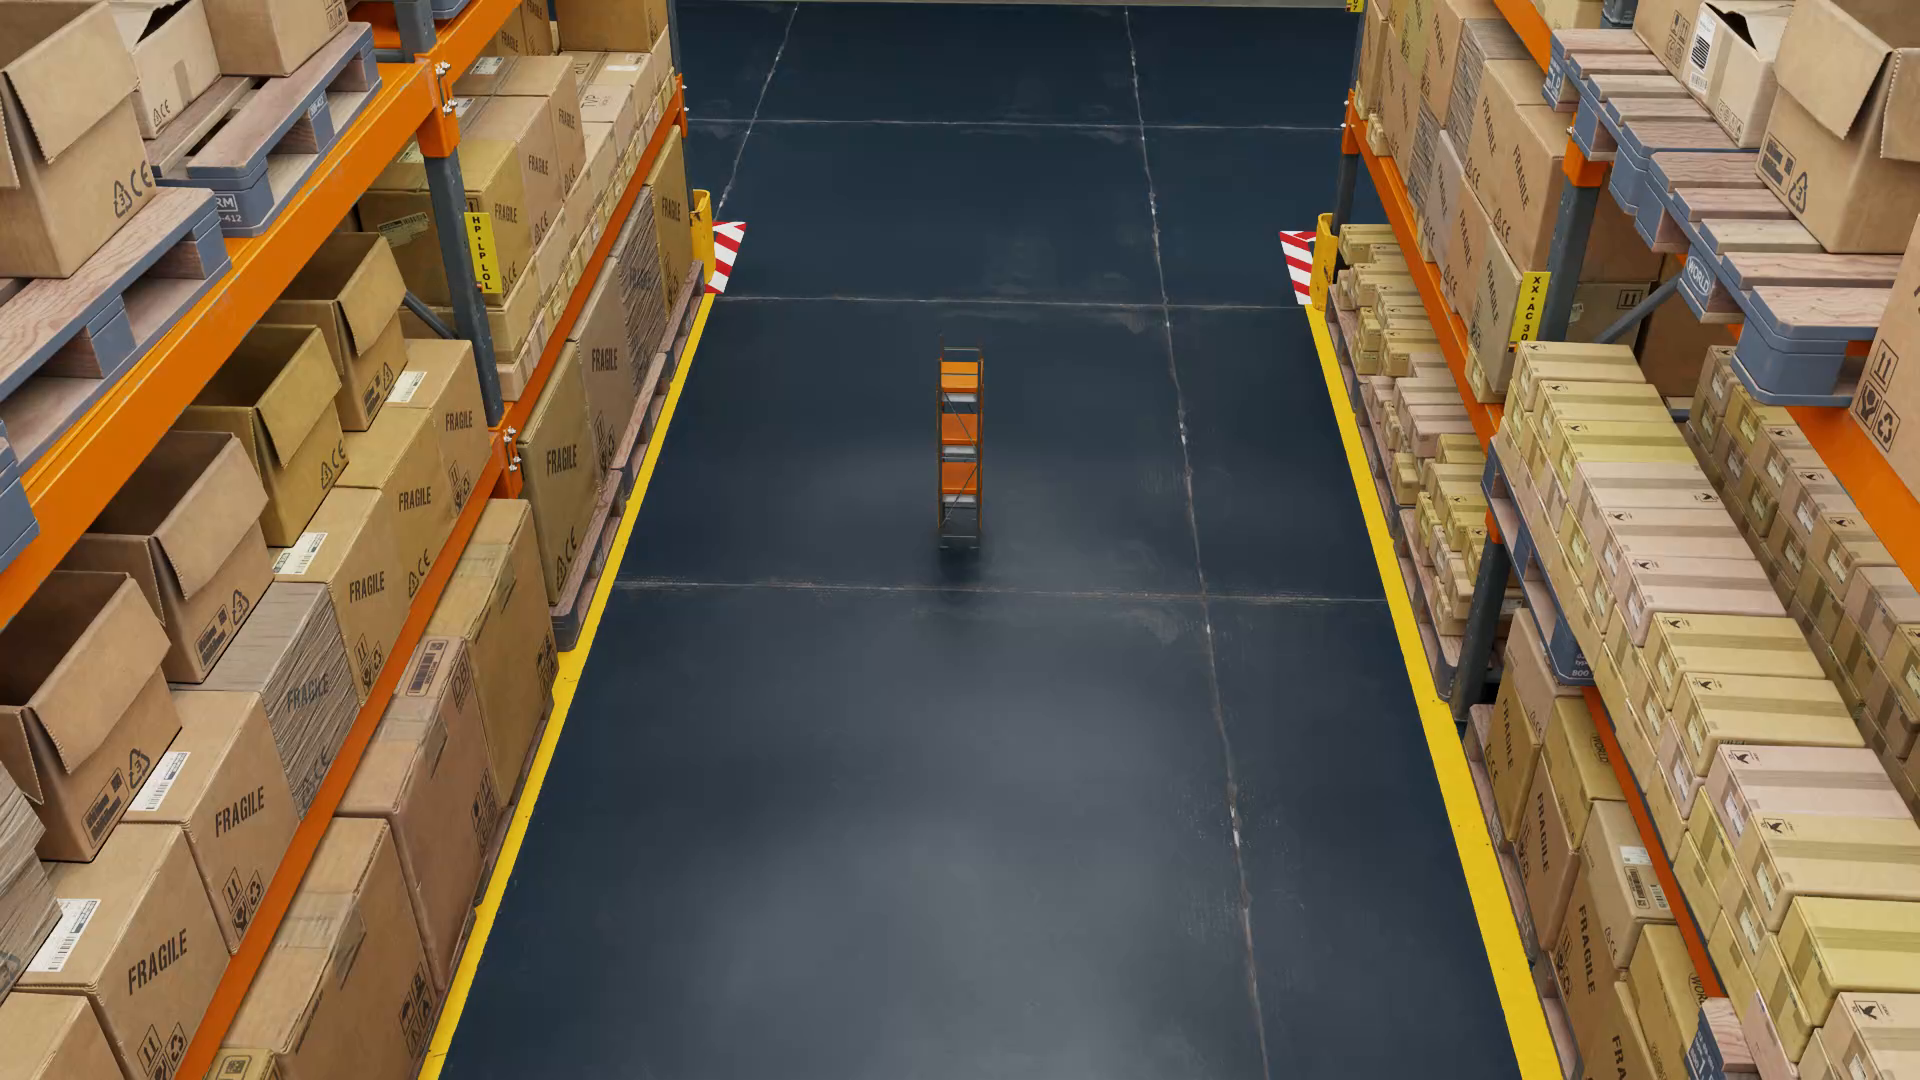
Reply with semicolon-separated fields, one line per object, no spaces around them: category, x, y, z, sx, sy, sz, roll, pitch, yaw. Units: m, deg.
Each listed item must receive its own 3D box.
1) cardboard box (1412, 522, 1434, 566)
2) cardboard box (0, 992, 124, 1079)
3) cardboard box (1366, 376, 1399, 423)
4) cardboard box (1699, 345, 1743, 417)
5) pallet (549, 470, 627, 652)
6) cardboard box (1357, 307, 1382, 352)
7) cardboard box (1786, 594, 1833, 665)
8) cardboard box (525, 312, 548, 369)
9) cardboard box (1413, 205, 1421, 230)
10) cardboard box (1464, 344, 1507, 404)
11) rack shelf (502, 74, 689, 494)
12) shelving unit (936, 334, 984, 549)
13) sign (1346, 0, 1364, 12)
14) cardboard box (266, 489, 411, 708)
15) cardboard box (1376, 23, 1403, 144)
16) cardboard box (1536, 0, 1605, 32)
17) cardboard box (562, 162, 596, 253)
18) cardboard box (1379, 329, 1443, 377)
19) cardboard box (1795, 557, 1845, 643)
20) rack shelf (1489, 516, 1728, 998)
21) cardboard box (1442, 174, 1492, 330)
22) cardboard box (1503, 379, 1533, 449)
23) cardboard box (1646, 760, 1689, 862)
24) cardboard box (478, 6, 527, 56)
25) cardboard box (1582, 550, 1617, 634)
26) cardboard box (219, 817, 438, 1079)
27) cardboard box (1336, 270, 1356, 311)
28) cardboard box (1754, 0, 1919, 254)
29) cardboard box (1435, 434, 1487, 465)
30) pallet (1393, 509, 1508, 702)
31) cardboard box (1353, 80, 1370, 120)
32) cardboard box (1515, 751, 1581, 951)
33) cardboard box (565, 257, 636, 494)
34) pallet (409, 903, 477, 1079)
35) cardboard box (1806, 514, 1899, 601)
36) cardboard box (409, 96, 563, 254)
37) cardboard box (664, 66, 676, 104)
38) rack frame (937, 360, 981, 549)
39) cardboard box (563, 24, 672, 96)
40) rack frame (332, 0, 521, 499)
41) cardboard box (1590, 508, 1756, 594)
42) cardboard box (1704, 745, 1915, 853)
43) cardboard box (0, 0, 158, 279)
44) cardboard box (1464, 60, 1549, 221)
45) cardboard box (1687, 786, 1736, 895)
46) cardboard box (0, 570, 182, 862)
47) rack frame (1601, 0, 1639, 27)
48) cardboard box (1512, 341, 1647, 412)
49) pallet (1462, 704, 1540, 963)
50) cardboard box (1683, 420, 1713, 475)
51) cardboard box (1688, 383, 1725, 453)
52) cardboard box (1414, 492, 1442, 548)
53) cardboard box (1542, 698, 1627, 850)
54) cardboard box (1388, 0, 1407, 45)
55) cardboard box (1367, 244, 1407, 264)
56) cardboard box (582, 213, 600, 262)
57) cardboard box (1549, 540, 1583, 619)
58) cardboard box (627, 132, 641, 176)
cardboard box;2.337;-0.006;7.764;0.380;0.149;0.250;0;35;0
cardboard box;-2.200;1.345;3.640;0.500;0.500;0.500;2;35;3
cardboard box;2.378;-0.747;8.818;0.380;0.149;0.250;0;35;0
cardboard box;2.800;-0.544;5.751;0.380;0.149;0.250;3;35;4
pallet;-2.222;0.067;7.971;1.003;0.211;1.213;1;35;2
cardboard box;2.397;-1.153;9.137;0.380;0.149;0.250;2;35;3
cardboard box;2.766;0.294;5.077;0.380;0.149;0.250;0;35;0
cardboard box;-1.976;-0.849;7.068;0.380;0.149;0.250;0;35;0
cardboard box;2.430;-1.586;8.116;0.380;0.149;0.250;3;35;4
cardboard box;2.301;-0.684;6.833;0.380;0.149;0.250;0;35;1
rack shelf;-2.250;-1.494;8.392;1.077;0.370;4.000;1;35;2
shelving unit;0.002;-0.460;7.992;0.215;1.050;0.252;1;35;2
sign;2.240;-3.131;9.344;0.100;0.325;0.005;1;35;2
cardboard box;-2.117;0.180;5.299;0.500;0.500;0.500;1;35;1
cardboard box;2.492;-2.368;8.664;0.500;0.500;0.500;1;35;2
cardboard box;2.371;-1.921;5.896;0.500;0.250;0.500;2;35;3
cardboard box;-2.010;-1.547;7.714;0.500;0.250;0.500;2;35;3
cardboard box;2.389;-0.964;8.609;0.380;0.149;0.250;2;35;3
cardboard box;2.762;0.177;4.985;0.380;0.149;0.250;0;35;-1
rack shelf;2.541;0.977;4.877;1.077;0.370;4.000;1;35;2
cardboard box;2.381;-1.212;7.020;0.500;0.500;0.500;0;35;1
cardboard box;2.146;-0.441;5.864;0.380;0.149;0.250;2;35;3
cardboard box;2.078;0.732;4.453;0.380;0.149;0.250;2;35;3
cardboard box;-2.494;-2.450;8.347;0.500;0.500;0.500;0;35;1
cardboard box;2.109;0.160;5.008;0.380;0.149;0.250;3;35;4
cardboard box;-2.399;1.449;5.063;1.225;0.875;0.875;1;35;2
cardboard box;2.441;-1.476;9.856;0.380;0.149;0.250;2;35;3
cardboard box;2.428;-1.023;4.034;0.797;0.503;0.637;1;35;1
cardboard box;2.438;-0.364;7.756;0.380;0.149;0.250;2;35;3
pallet;2.613;0.288;7.657;1.003;0.211;1.213;1;35;2
cardboard box;2.442;-2.483;9.393;0.380;0.149;0.250;1;35;2
cardboard box;2.307;1.107;5.875;0.500;0.500;0.500;3;35;4
cardboard box;-2.188;-0.836;8.313;0.875;0.875;0.875;1;35;2
pallet;-2.332;1.650;5.719;1.003;0.211;1.213;1;35;2
cardboard box;2.754;0.051;4.905;0.380;0.149;0.250;0;35;0
cardboard box;-2.028;-1.558;7.078;0.500;0.500;0.500;1;35;2
cardboard box;-1.855;-2.622;9.591;0.380;0.149;0.250;2;35;3
rack frame;-0.003;-0.390;7.892;0.200;1.050;0.008;1;35;2
cardboard box;-1.924;-2.713;9.373;0.500;0.250;0.500;1;35;1
rack frame;-2.330;-0.639;6.551;1.000;3.000;0.127;1;35;2
cardboard box;2.106;0.035;4.928;0.380;0.149;0.250;1;35;1
cardboard box;2.068;0.640;4.066;0.380;0.149;0.250;1;35;2
cardboard box;-2.430;-0.956;3.938;0.797;0.503;0.637;1;35;1
cardboard box;2.386;-1.612;6.719;0.500;0.500;0.500;0;35;0
cardboard box;2.066;0.755;4.161;0.380;0.149;0.250;1;35;2
cardboard box;-2.417;0.414;4.093;0.797;0.503;0.637;2;35;3
rack frame;2.622;-2.921;4.580;1.000;3.000;0.127;1;35;2
cardboard box;2.146;-0.563;5.778;0.380;0.149;0.250;3;35;4
pallet;2.592;1.122;6.470;1.003;0.211;1.213;1;35;2
cardboard box;2.803;-0.303;5.925;0.380;0.149;0.250;1;35;1
cardboard box;2.803;-0.424;5.839;0.380;0.149;0.250;2;35;3
cardboard box;2.308;-0.092;7.628;0.380;0.149;0.250;0;35;0
cardboard box;2.309;0.802;5.657;0.500;0.250;0.500;2;35;3
cardboard box;2.485;-2.794;8.402;0.500;0.500;0.500;2;35;3
cardboard box;2.531;-1.559;9.456;0.380;0.149;0.250;2;35;3
cardboard box;-1.935;-1.443;7.913;0.380;0.149;0.250;2;35;2
cardboard box;2.116;0.127;5.313;0.380;0.149;0.250;2;35;2
cardboard box;-1.895;-2.035;8.756;0.380;0.149;0.250;1;35;1
